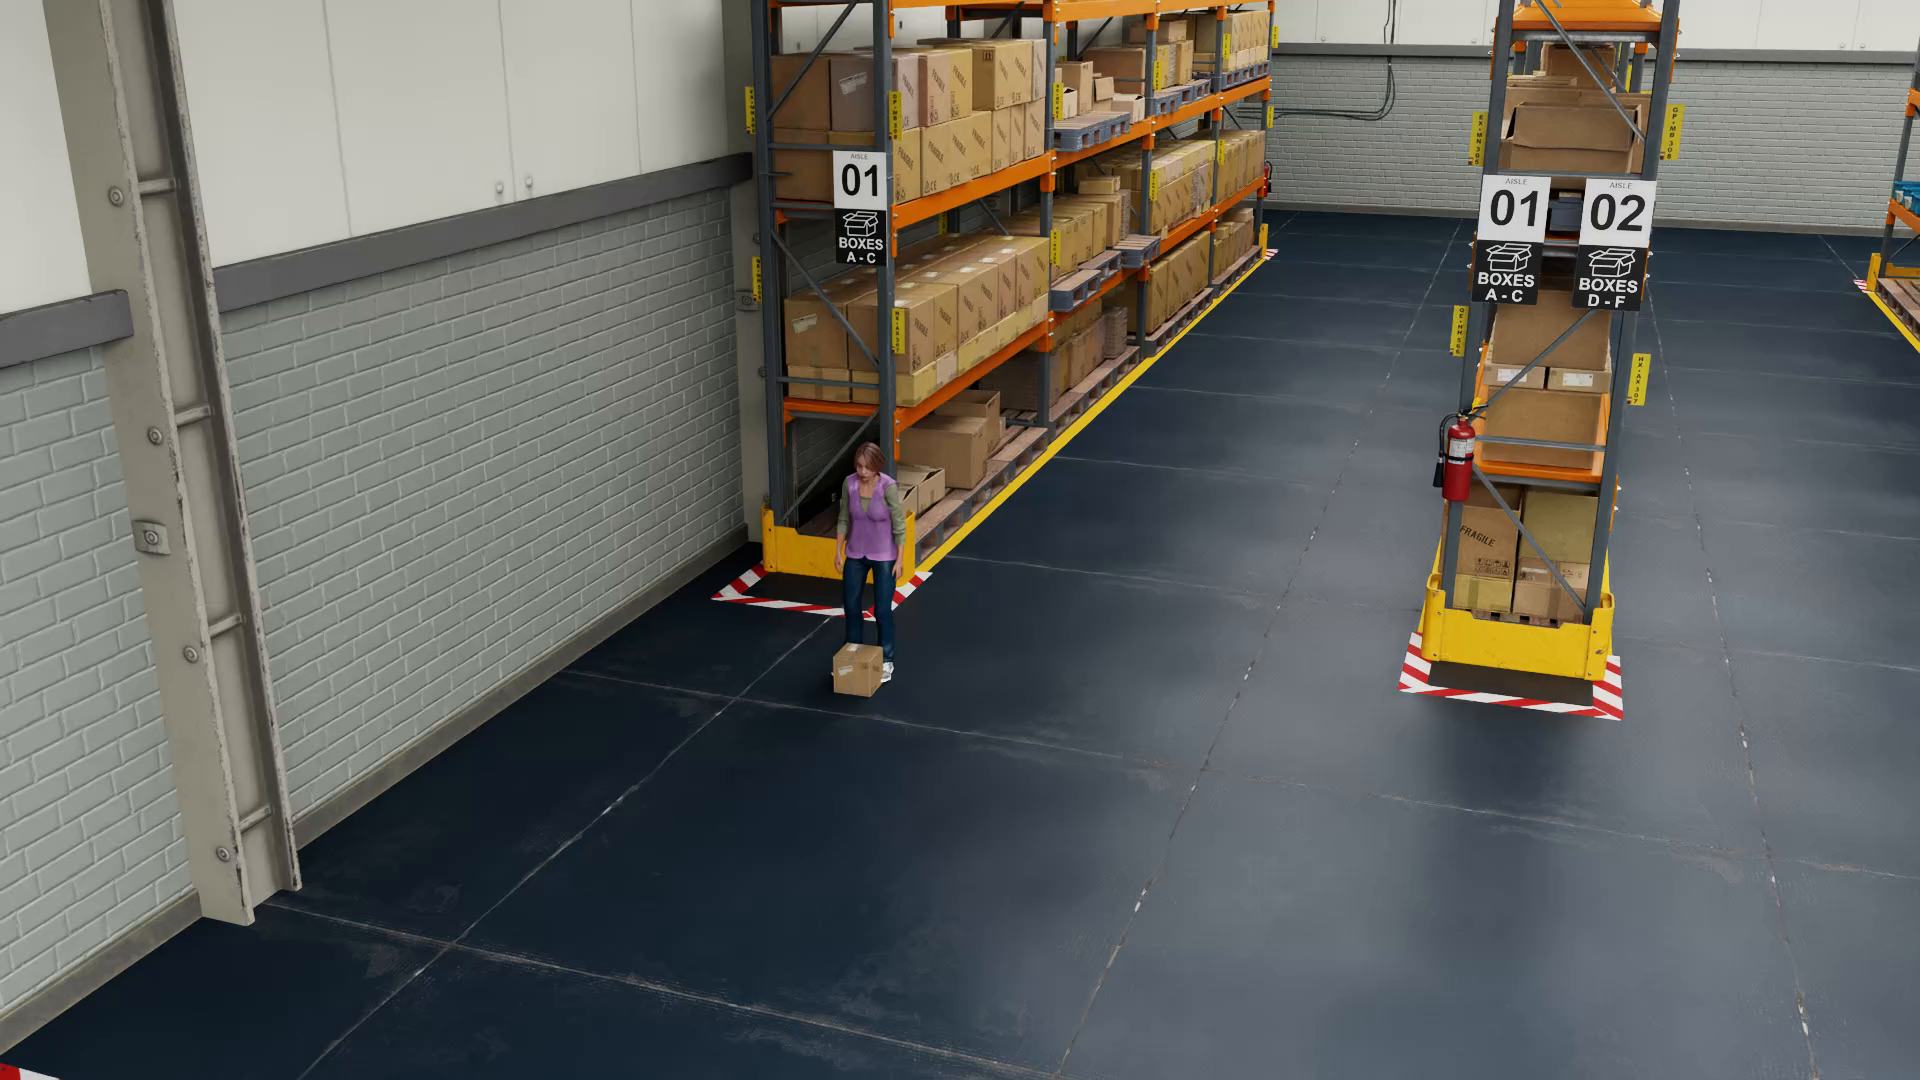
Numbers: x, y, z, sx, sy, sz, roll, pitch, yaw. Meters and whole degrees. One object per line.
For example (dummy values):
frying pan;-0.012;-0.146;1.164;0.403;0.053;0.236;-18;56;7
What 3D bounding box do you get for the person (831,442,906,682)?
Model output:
person;-0.580;0.132;10.710;0.483;1.583;0.340;6;20;16
